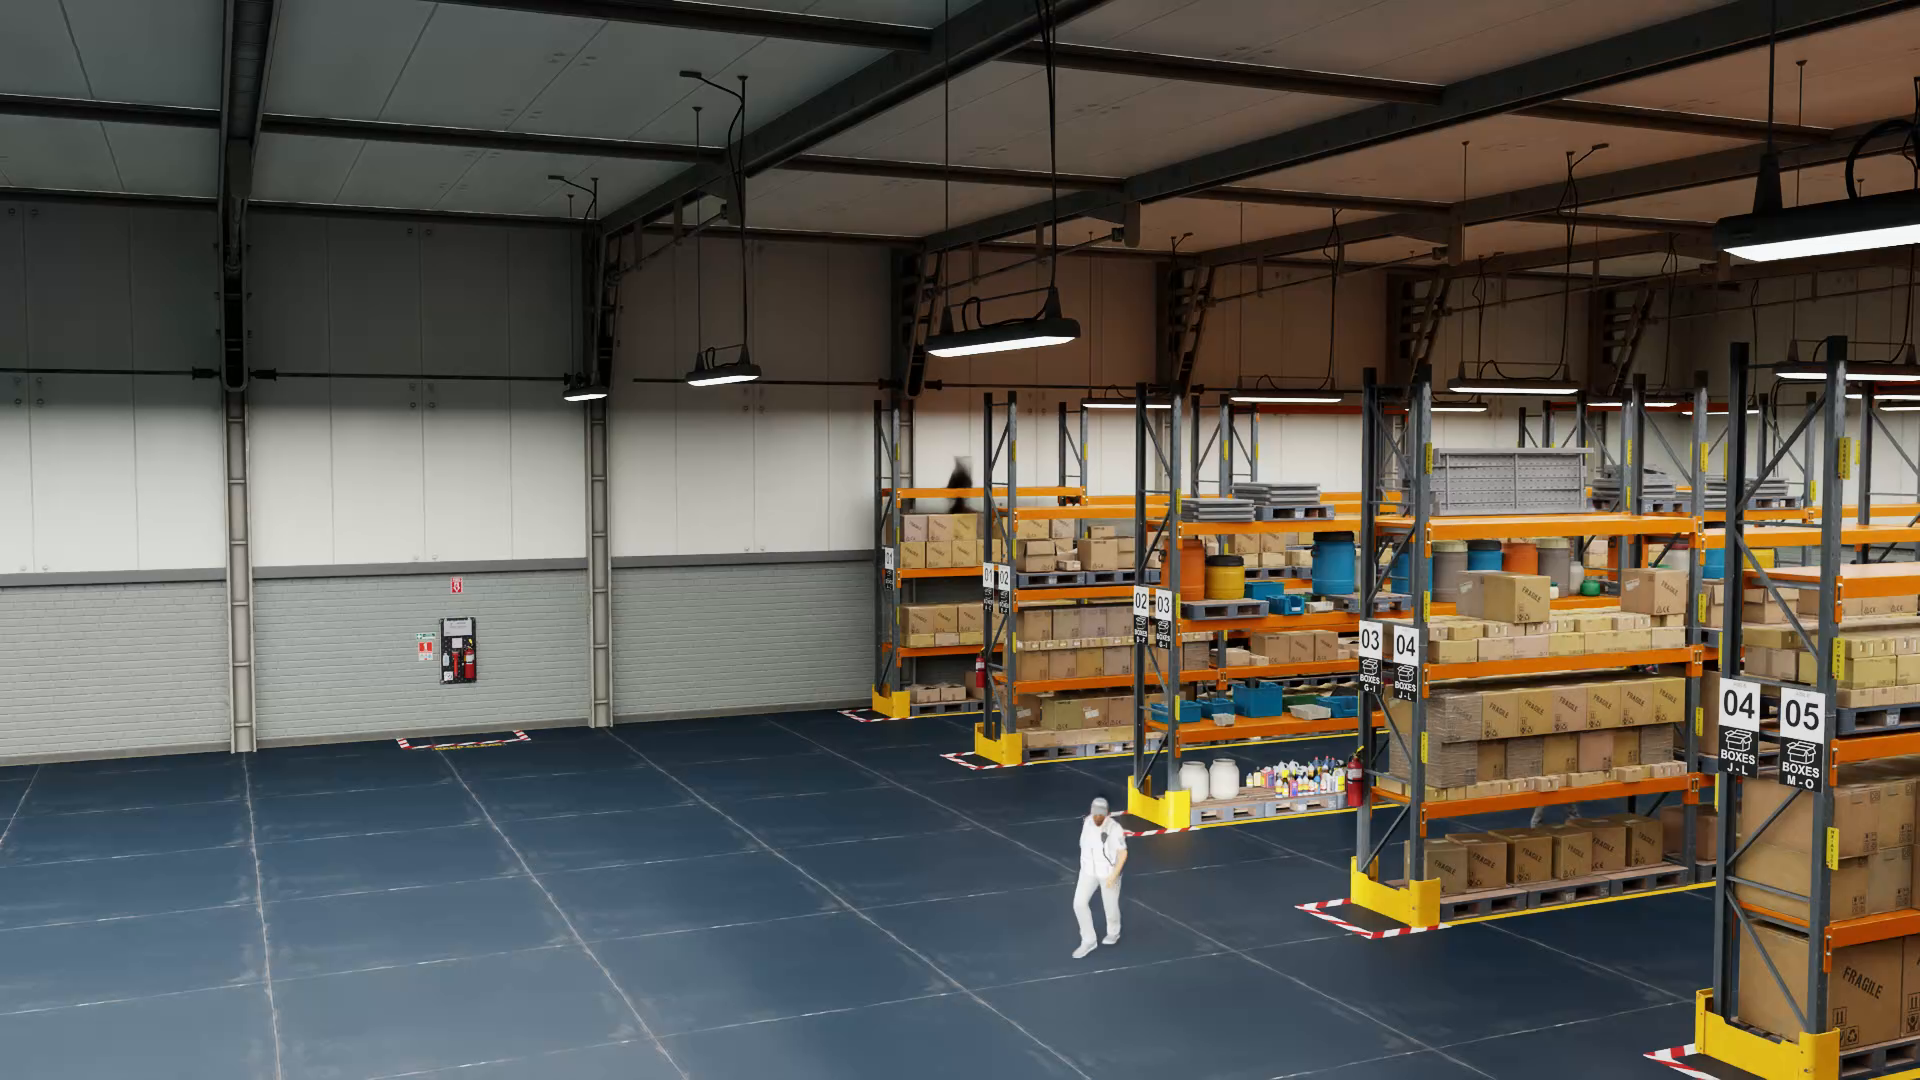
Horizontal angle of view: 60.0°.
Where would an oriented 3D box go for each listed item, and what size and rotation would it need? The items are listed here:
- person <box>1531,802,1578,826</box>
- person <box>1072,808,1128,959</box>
[{"bbox_3d":[7.875,3.128,21.982,0.748,1.275,0.348,-2,4,-34],"label":"person"},{"bbox_3d":[1.474,3.386,16.887,0.571,1.614,0.765,2,4,26],"label":"person"}]
